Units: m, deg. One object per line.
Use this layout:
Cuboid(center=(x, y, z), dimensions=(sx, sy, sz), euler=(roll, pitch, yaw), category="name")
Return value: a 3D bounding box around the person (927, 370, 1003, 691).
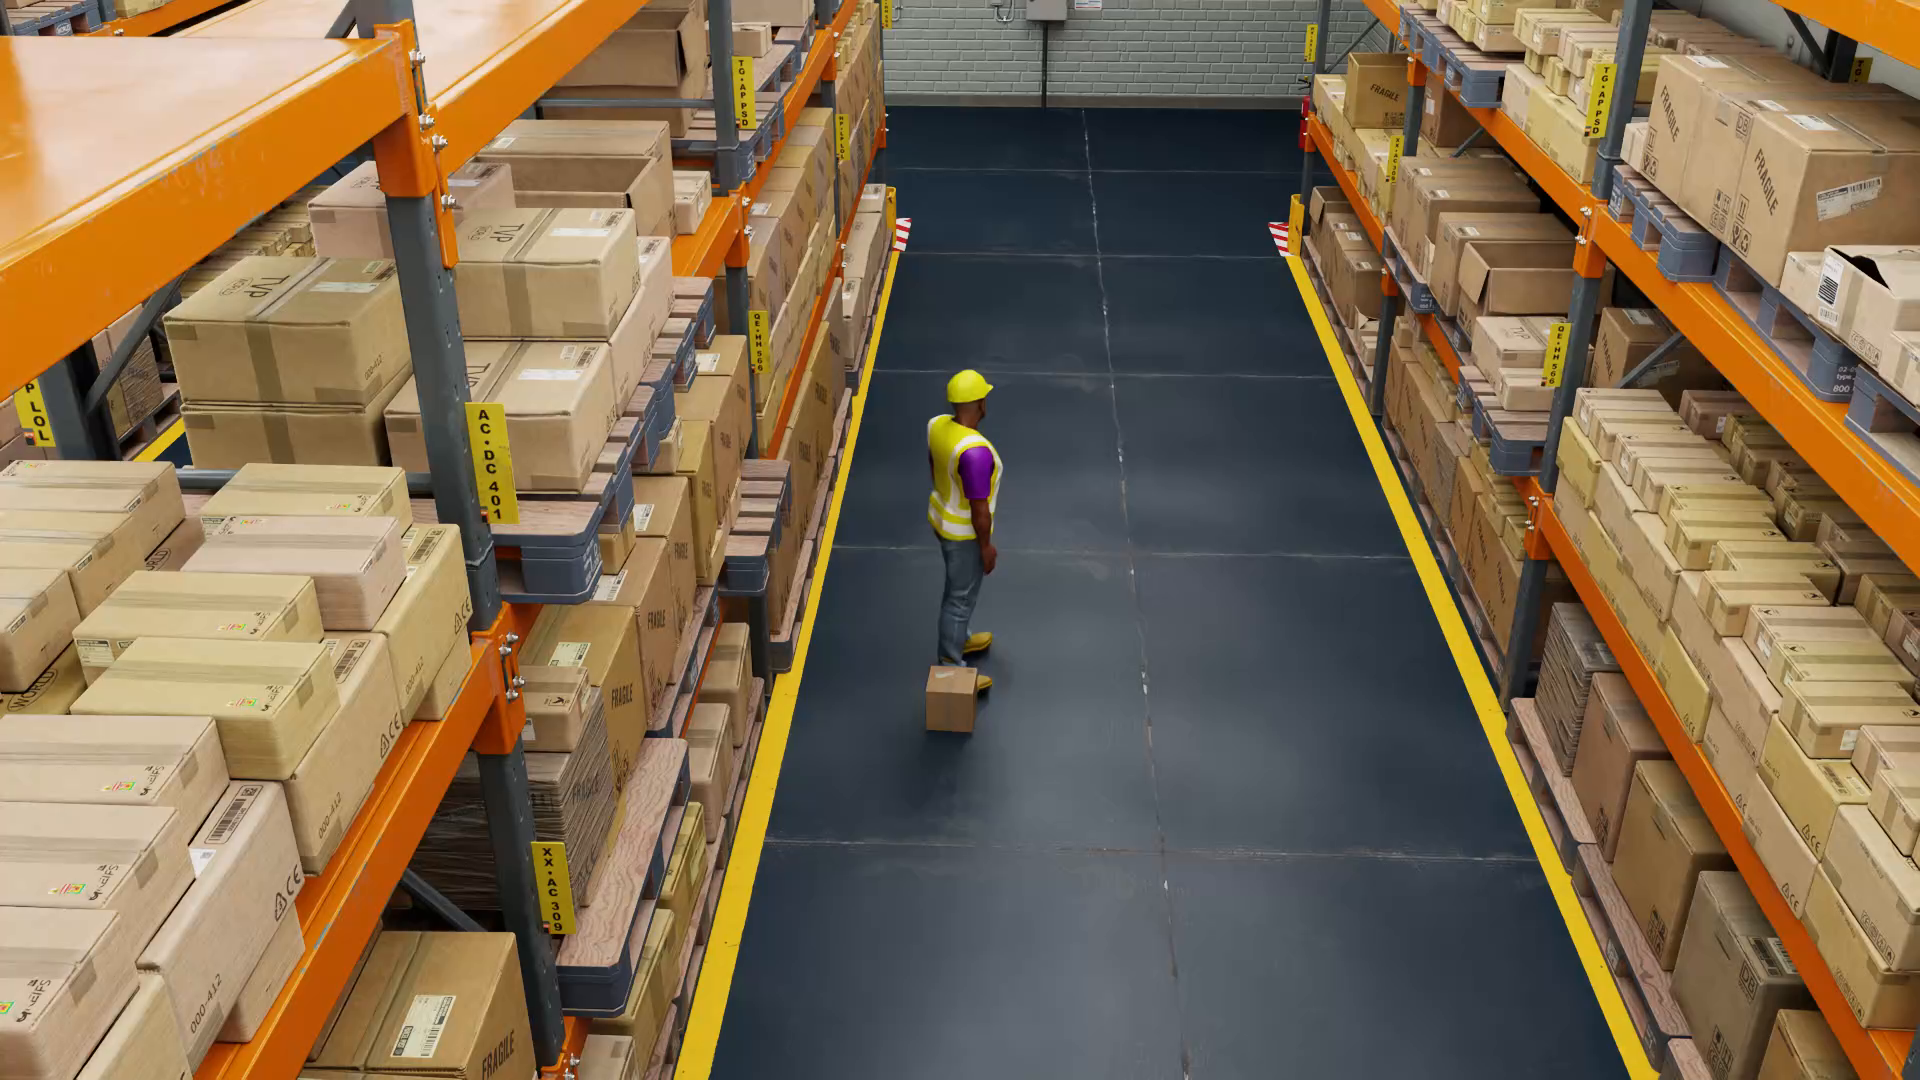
Cuboid(center=(0.040, -0.077, 8.917), dimensions=(0.448, 1.767, 0.610), euler=(-10, 29, -18), category="person")
